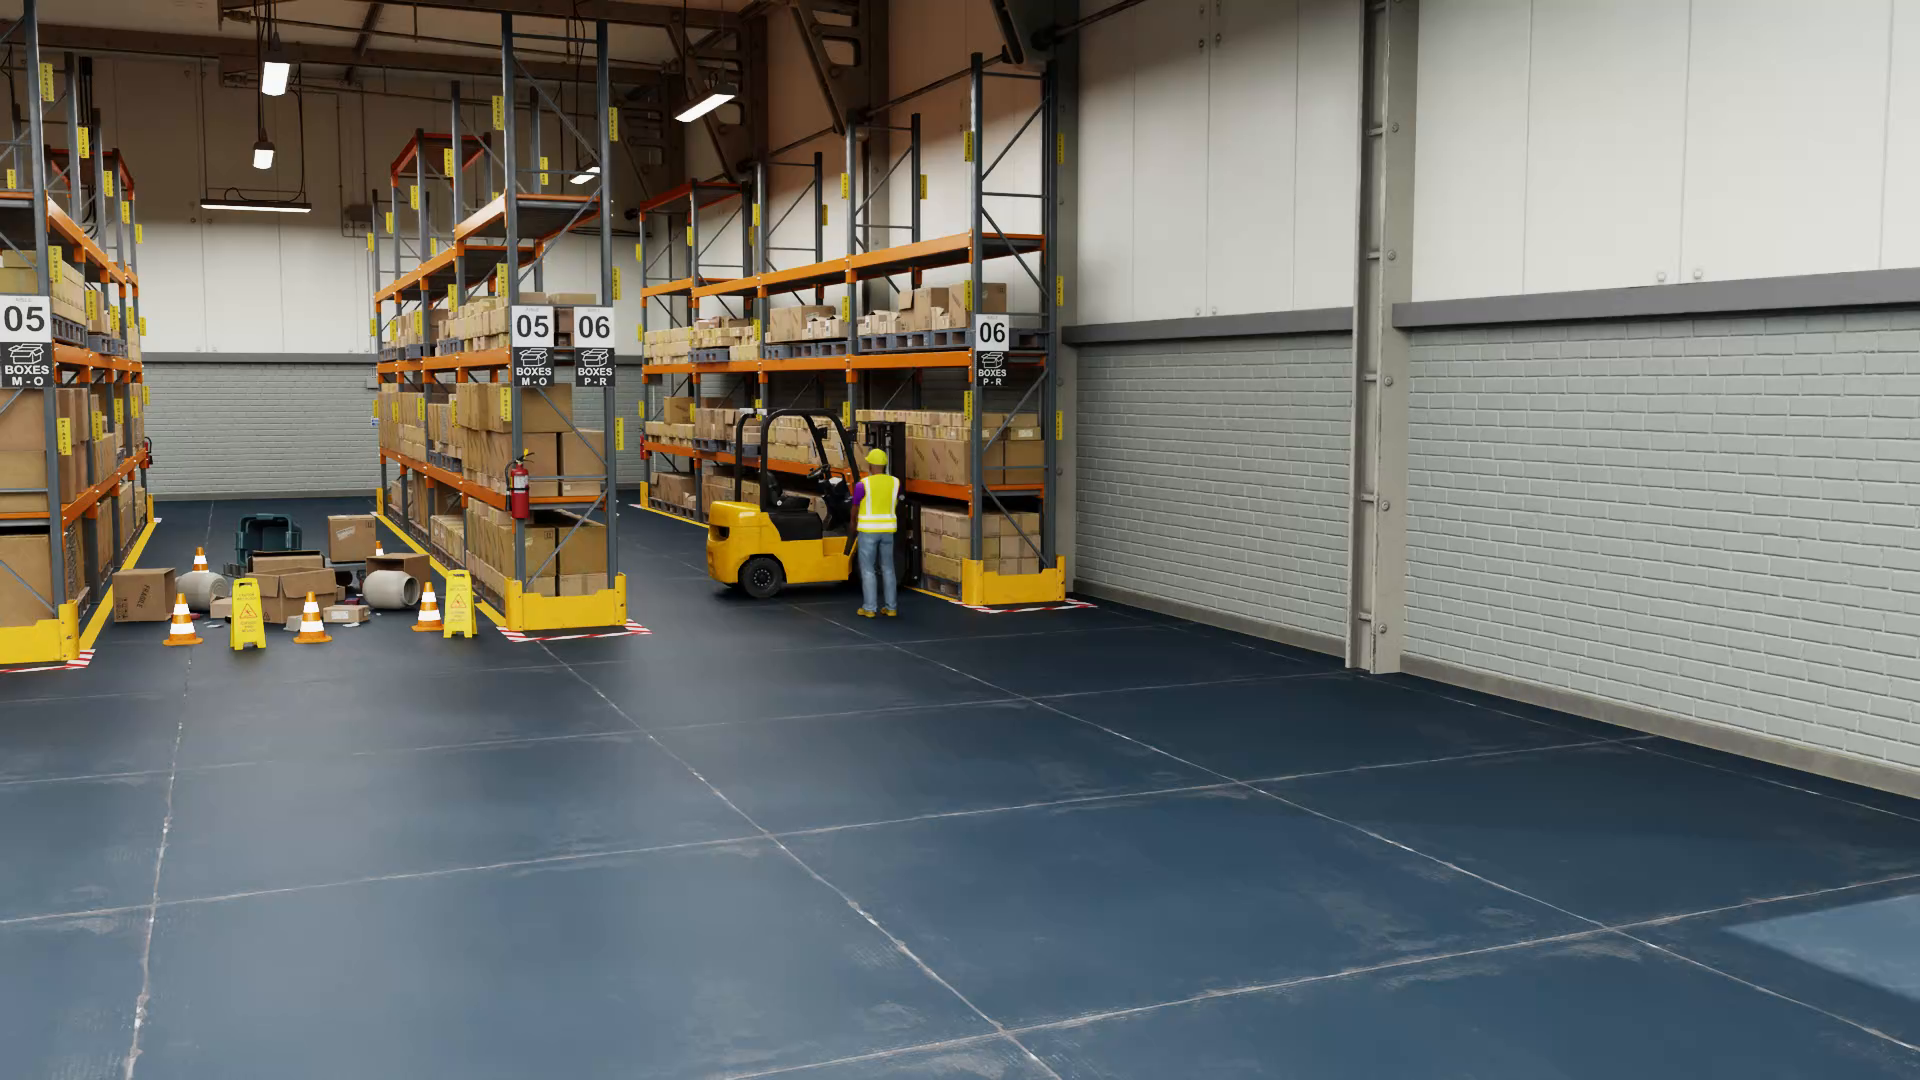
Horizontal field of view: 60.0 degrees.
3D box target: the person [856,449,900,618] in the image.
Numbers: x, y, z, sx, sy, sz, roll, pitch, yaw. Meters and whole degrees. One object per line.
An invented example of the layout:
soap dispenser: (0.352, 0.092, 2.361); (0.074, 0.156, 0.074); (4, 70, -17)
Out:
person: (-0.871, -0.080, 17.485); (0.460, 1.769, 0.402); (-3, 6, -27)
